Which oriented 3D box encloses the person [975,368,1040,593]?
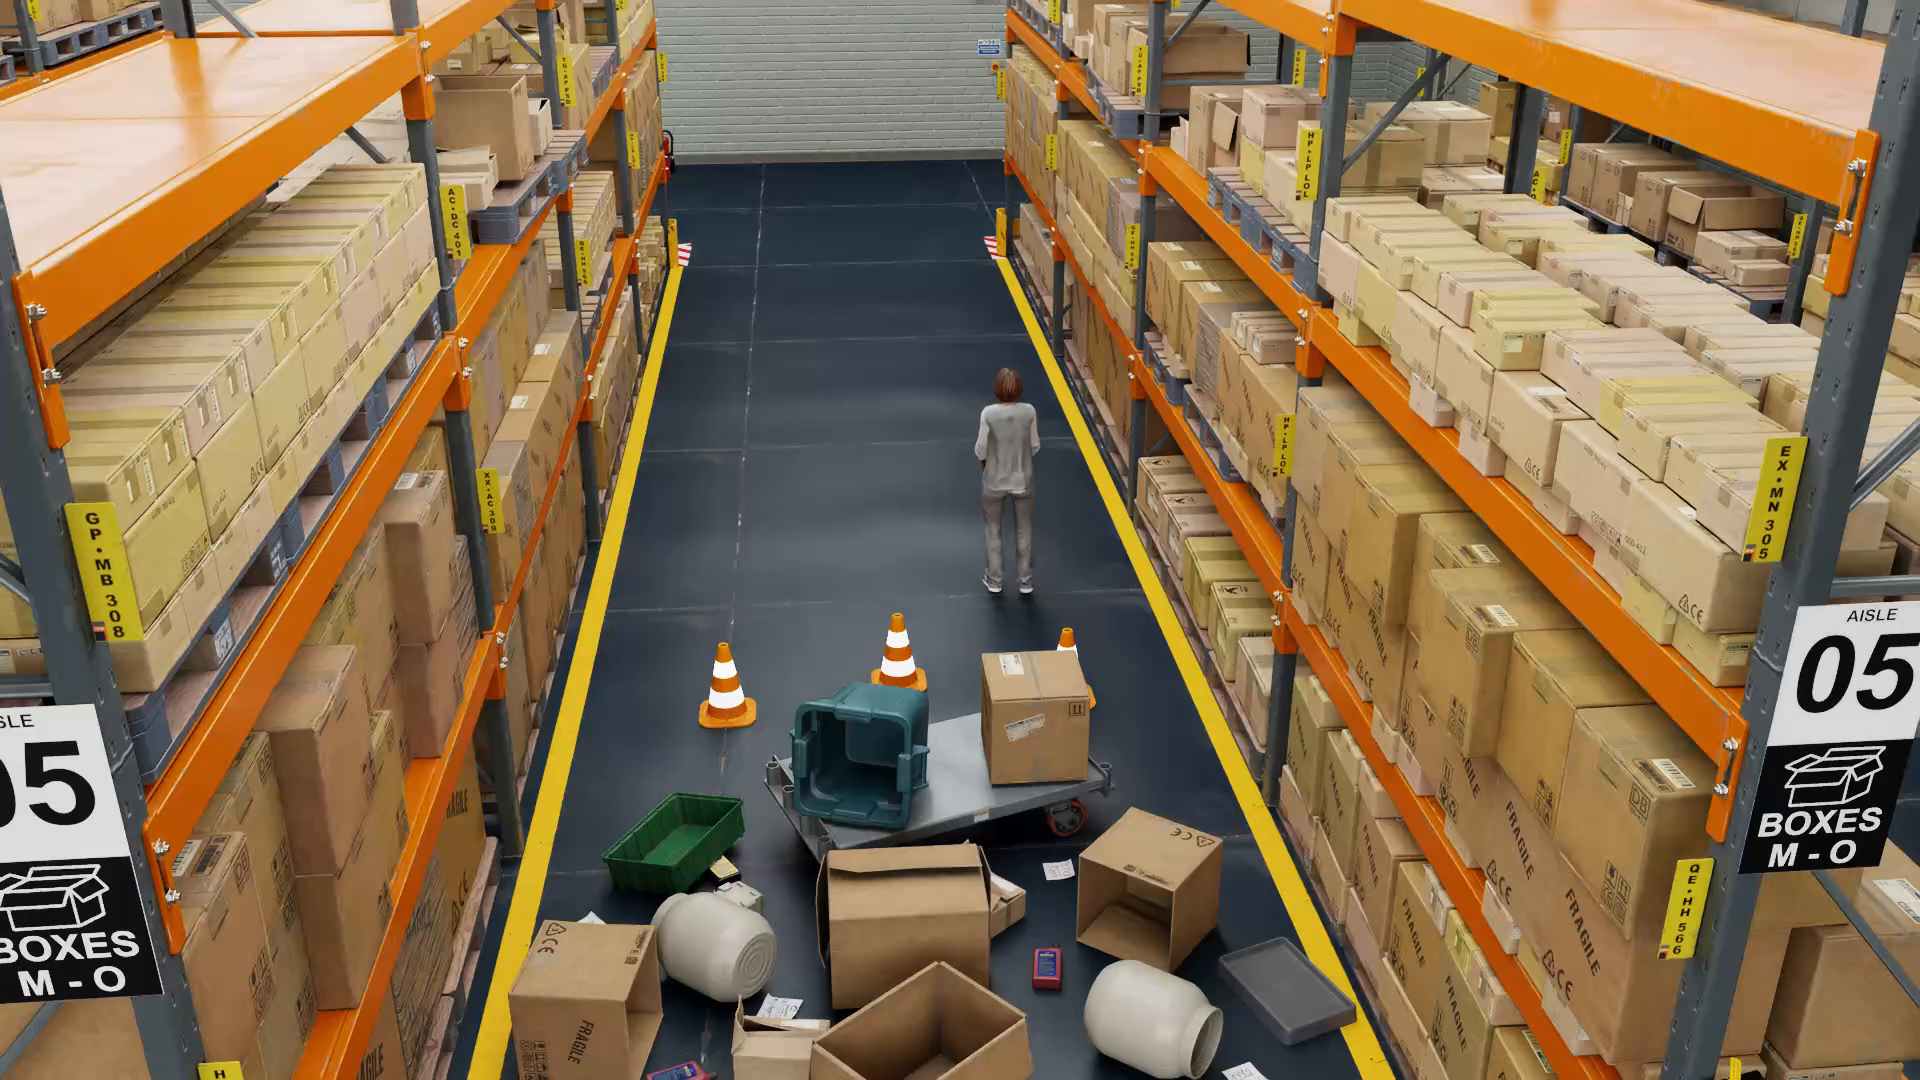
[{"bbox_3d":[0.314,-0.410,11.210,0.443,1.603,0.436,-3,24,-6],"label":"person"}]
